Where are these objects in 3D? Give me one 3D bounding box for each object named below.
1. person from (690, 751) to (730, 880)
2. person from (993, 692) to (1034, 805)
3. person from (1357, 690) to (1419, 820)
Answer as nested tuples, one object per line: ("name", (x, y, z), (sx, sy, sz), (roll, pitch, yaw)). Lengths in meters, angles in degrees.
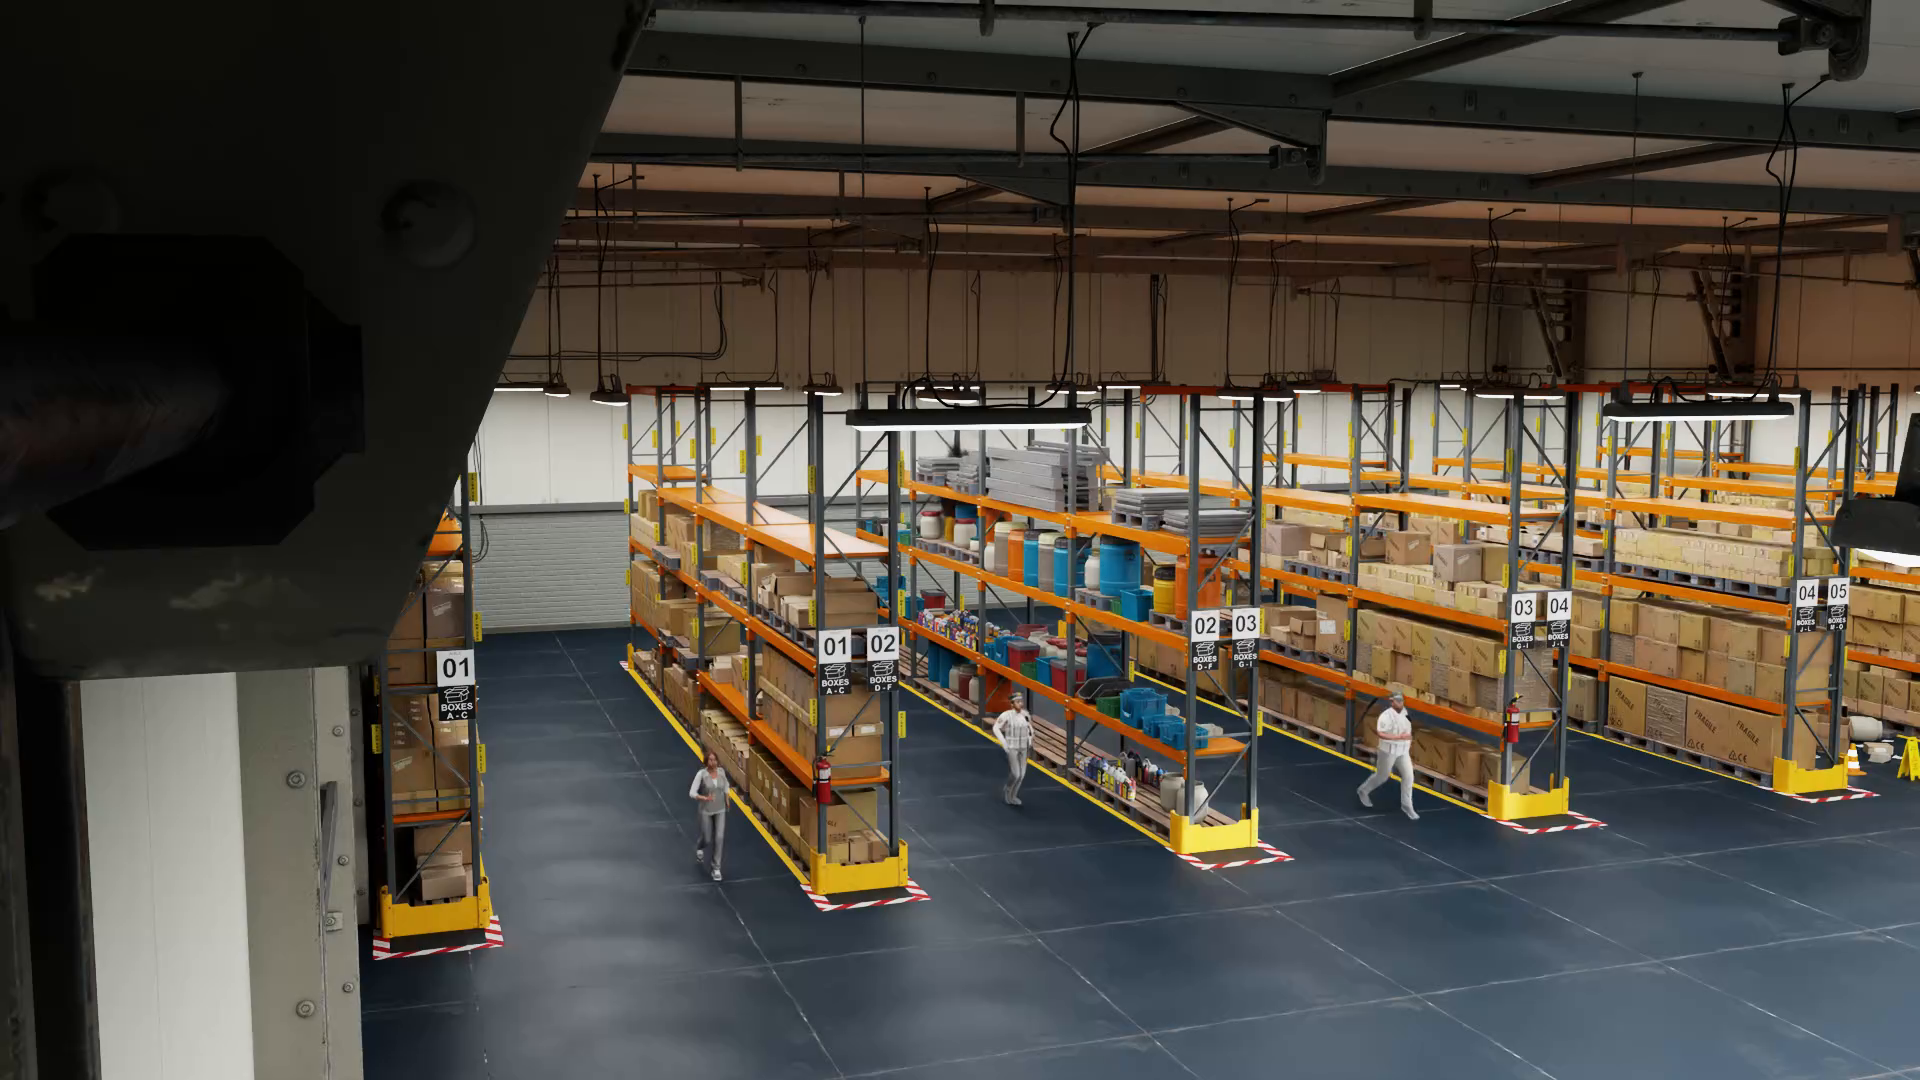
("person", (-3.113, 3.397, 20.771), (0.557, 1.573, 0.767), (-3, 7, -26))
("person", (0.815, 3.020, 24.068), (0.596, 1.676, 0.467), (-3, 6, -24))
("person", (6.138, 3.011, 23.669), (0.671, 1.821, 0.964), (-3, 7, -30))
